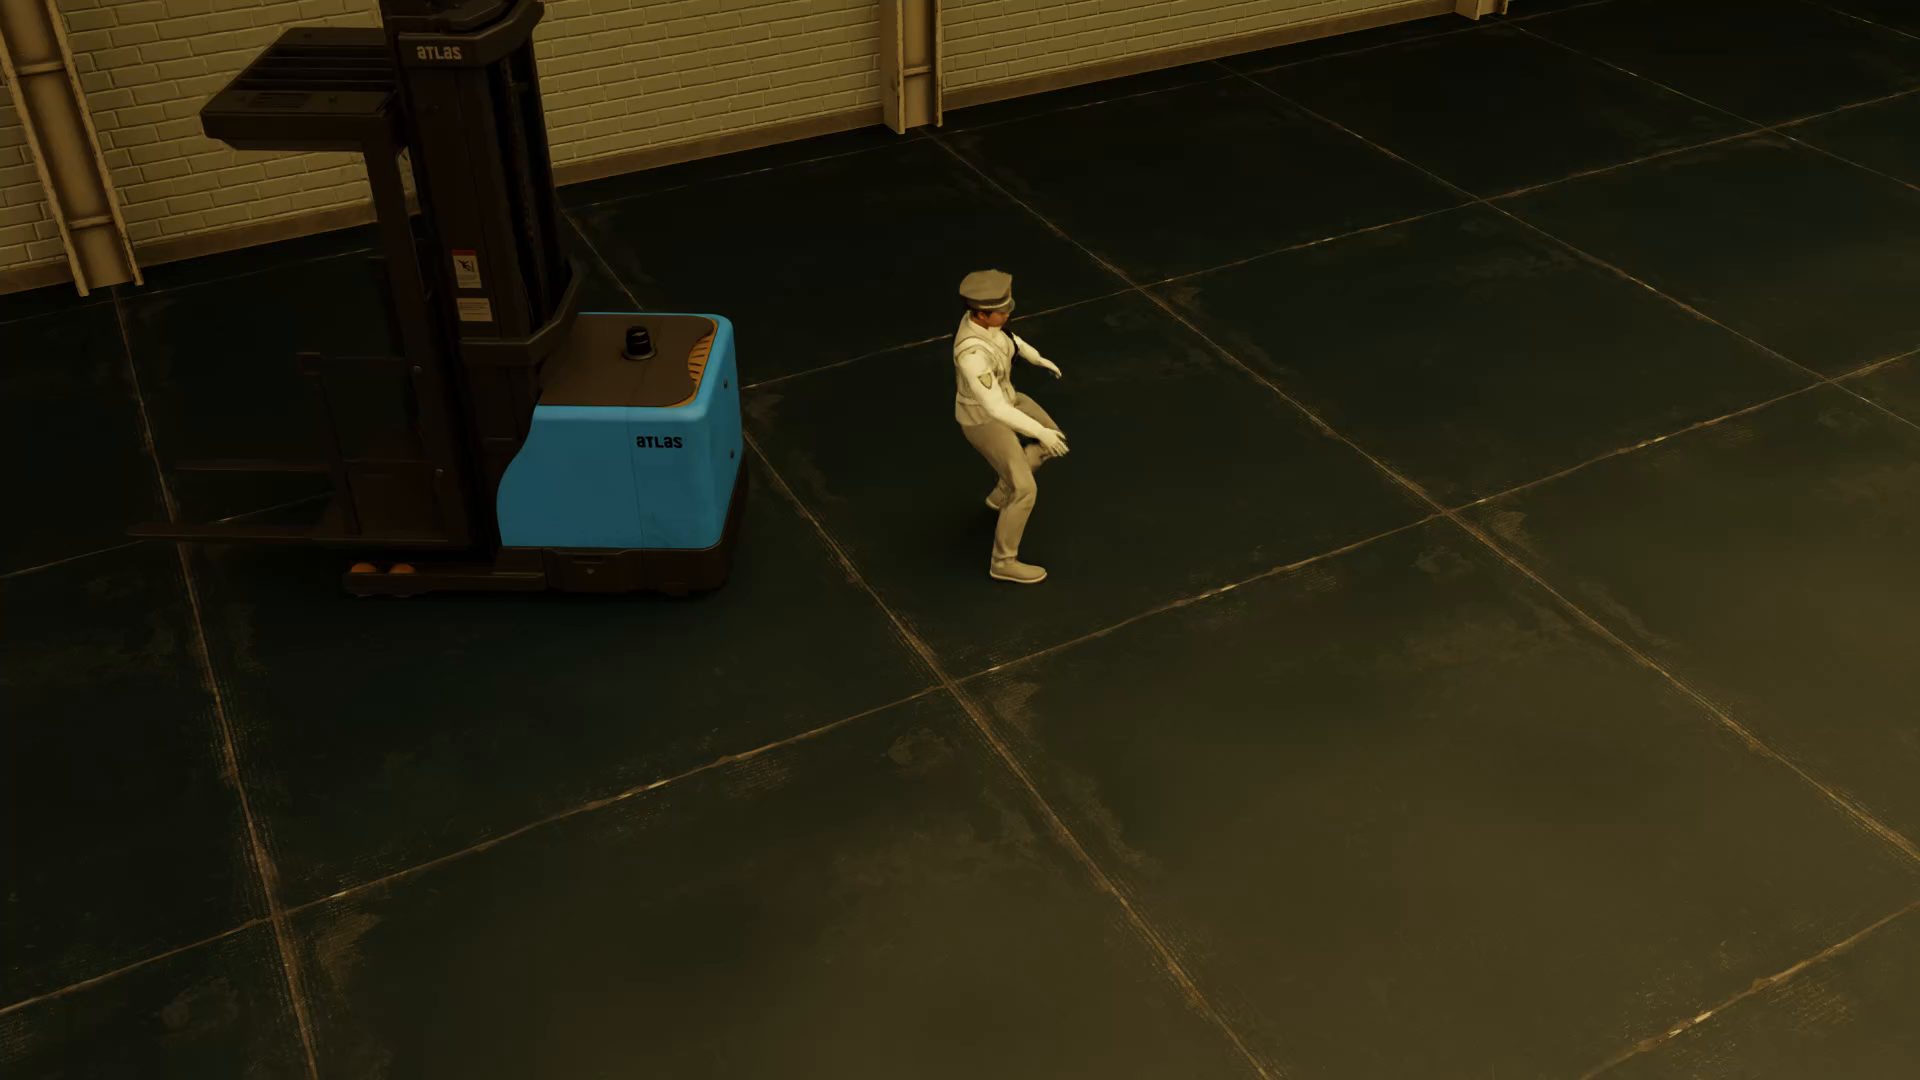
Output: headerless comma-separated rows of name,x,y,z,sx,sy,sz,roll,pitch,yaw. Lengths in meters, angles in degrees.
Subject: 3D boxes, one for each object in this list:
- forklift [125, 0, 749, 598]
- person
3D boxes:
forklift,-2.662,-1.216,7.843,3.031,2.935,1.130,1,35,1
person,0.283,-0.624,8.229,0.634,1.515,0.766,8,36,11
